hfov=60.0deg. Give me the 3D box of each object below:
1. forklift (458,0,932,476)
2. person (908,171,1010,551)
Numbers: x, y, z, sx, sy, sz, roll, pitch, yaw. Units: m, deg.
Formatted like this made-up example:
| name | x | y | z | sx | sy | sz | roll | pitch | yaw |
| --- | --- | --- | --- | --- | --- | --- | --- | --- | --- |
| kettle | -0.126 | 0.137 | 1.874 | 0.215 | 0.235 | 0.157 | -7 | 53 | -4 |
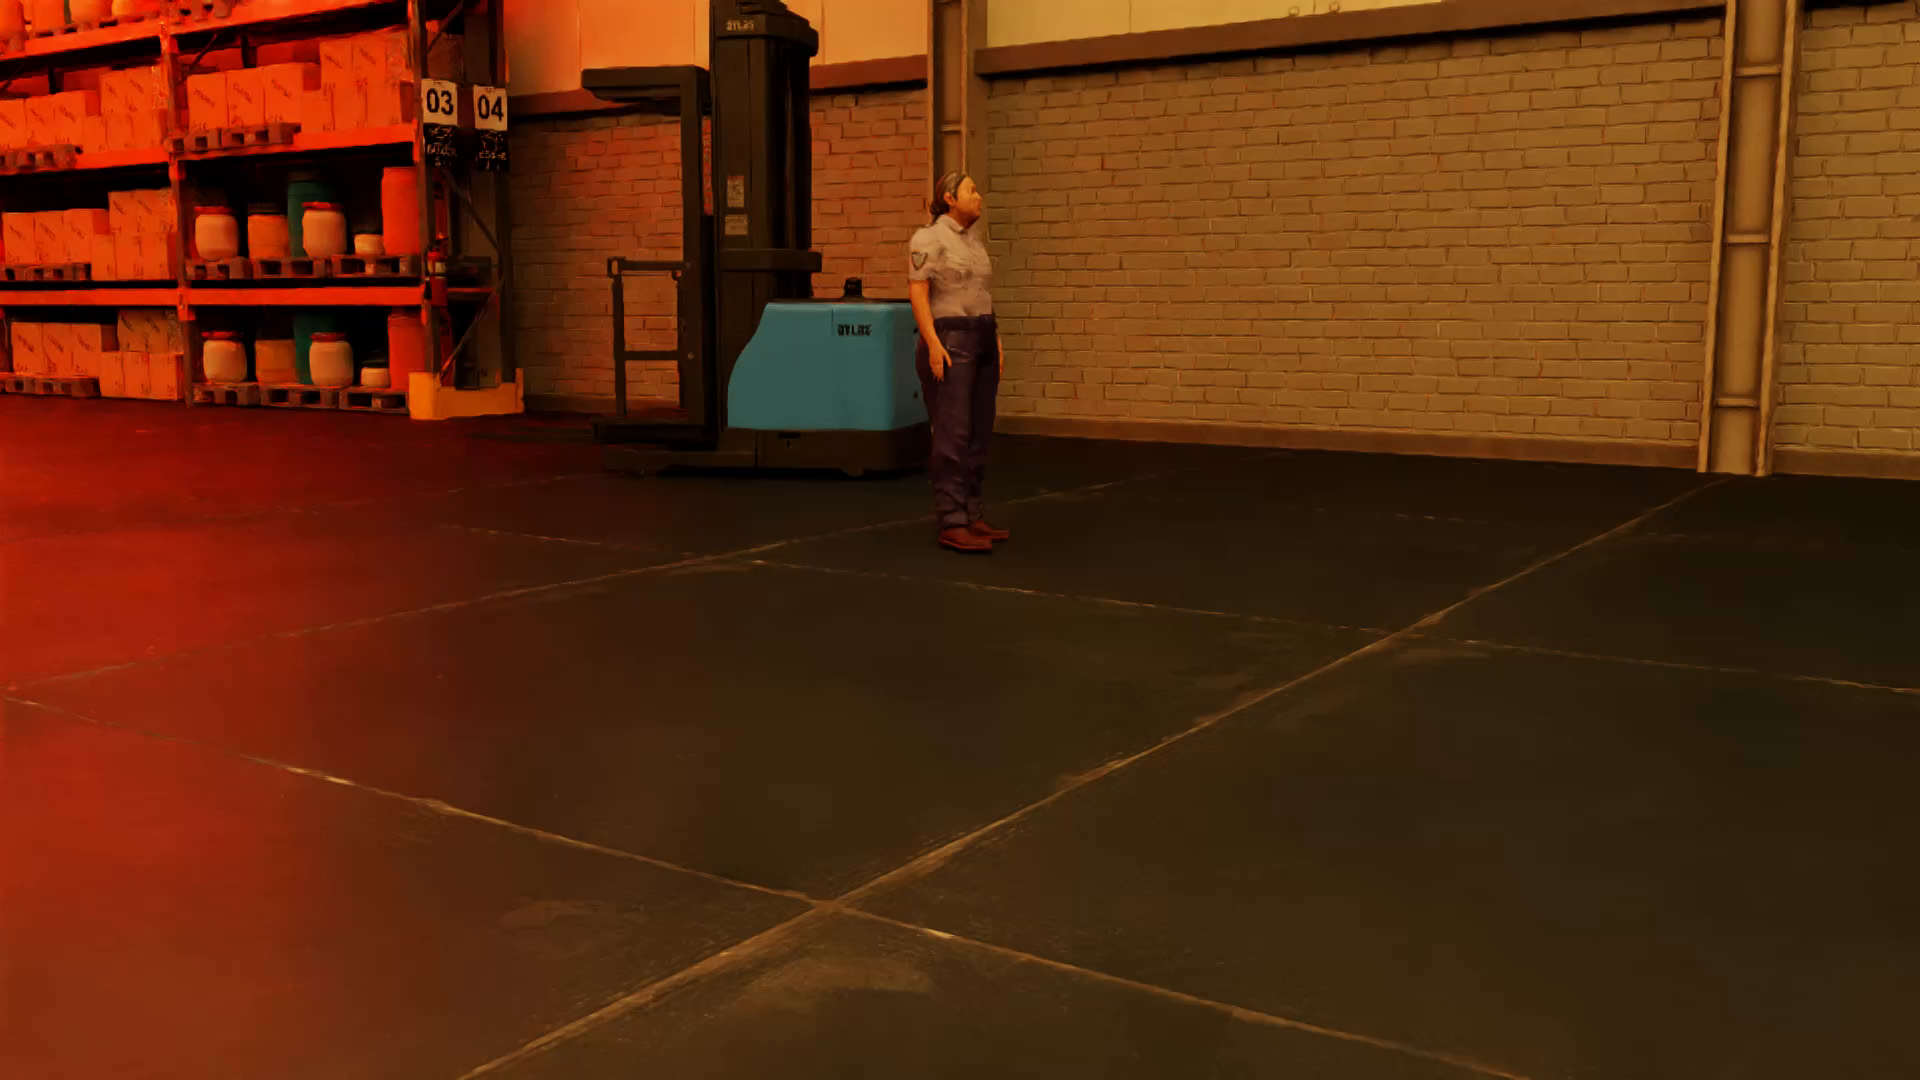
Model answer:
| name | x | y | z | sx | sy | sz | roll | pitch | yaw |
| --- | --- | --- | --- | --- | --- | --- | --- | --- | --- |
| forklift | -1.758 | -1.926 | 10.738 | 3.031 | 2.935 | 1.130 | 2 | 8 | 14 |
| person | 0.062 | -0.813 | 7.418 | 0.502 | 1.650 | 0.599 | 5 | 10 | 34 |
